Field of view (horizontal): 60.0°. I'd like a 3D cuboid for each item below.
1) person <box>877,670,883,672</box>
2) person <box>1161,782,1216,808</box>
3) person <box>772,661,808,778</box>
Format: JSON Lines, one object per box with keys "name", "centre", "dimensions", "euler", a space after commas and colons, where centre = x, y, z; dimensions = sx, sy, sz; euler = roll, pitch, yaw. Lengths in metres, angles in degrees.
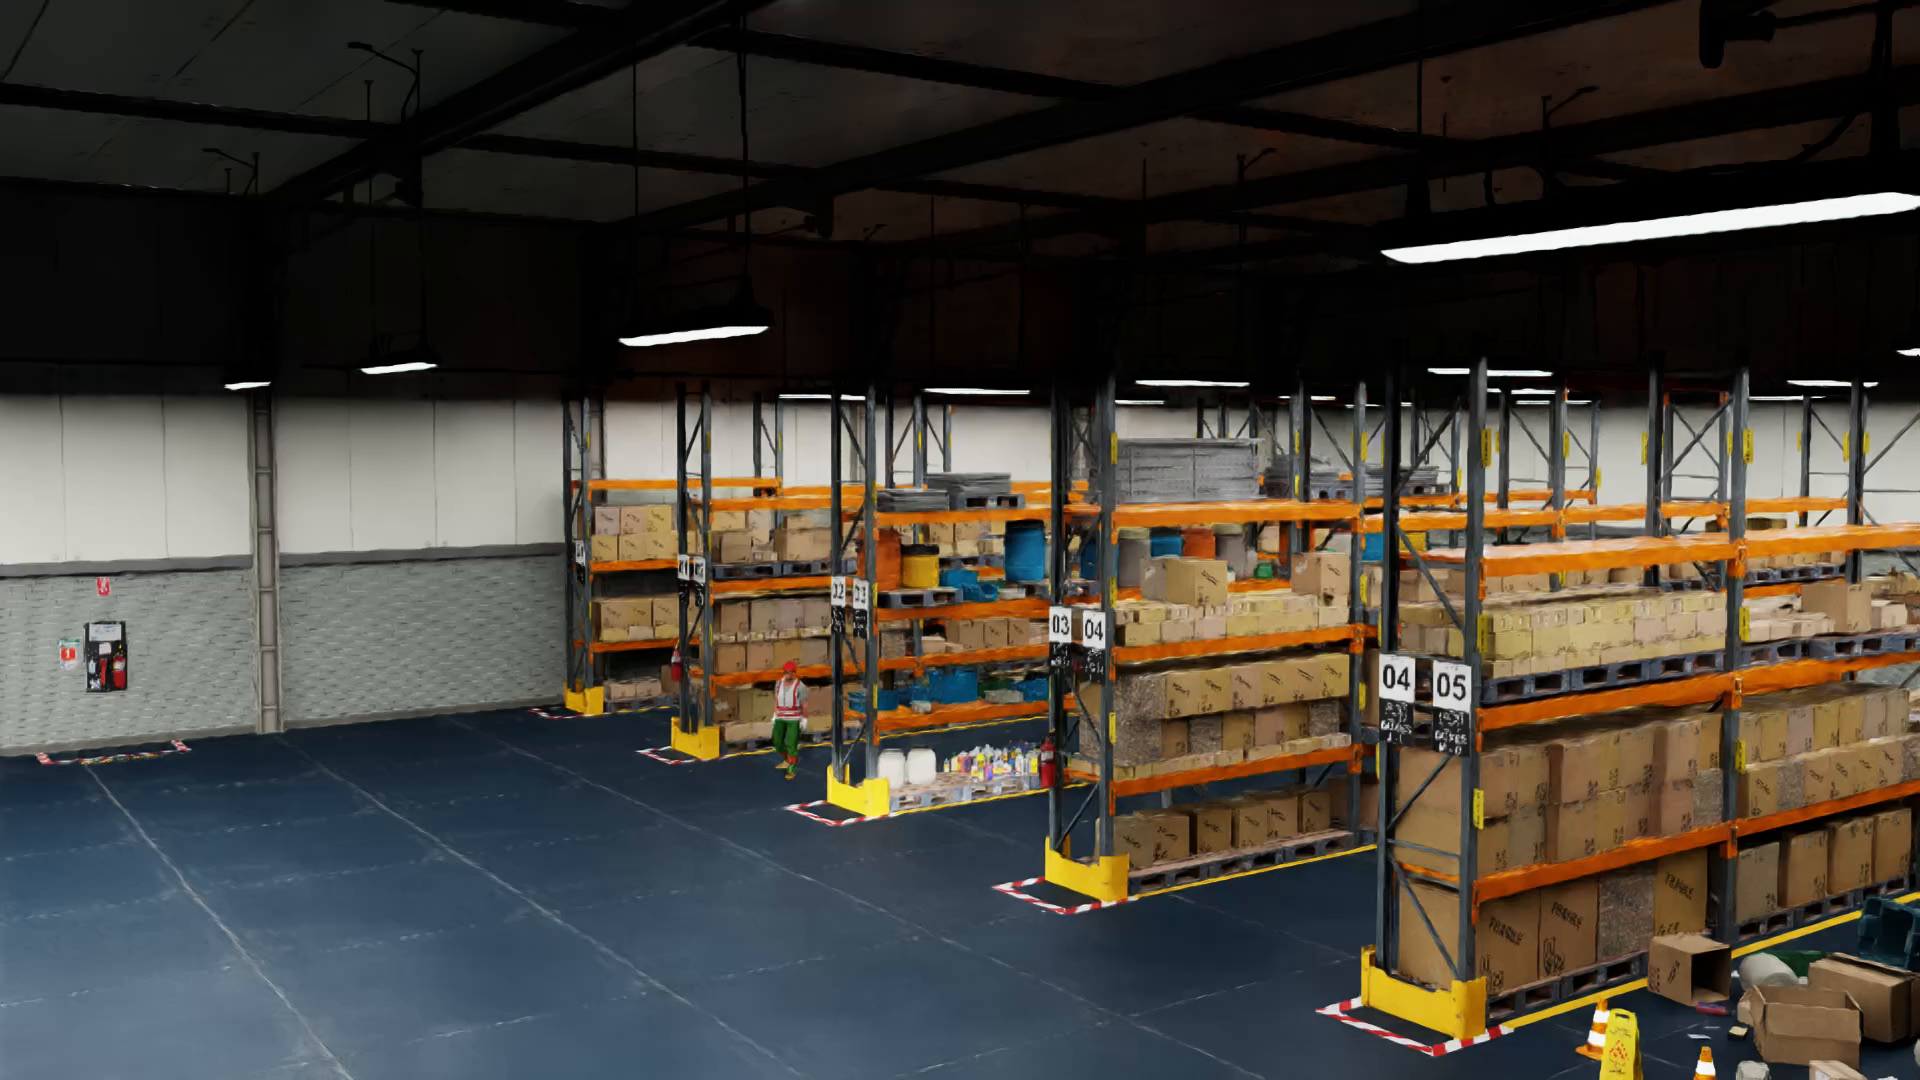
{"name": "person", "centre": [-1.721, 2.215, 32.535], "dimensions": [1.032, 1.707, 0.569], "euler": [-3, 5, -44]}
{"name": "person", "centre": [3.005, 2.909, 21.818], "dimensions": [0.955, 1.721, 0.569], "euler": [-1, 4, -13]}
{"name": "person", "centre": [-2.545, 2.677, 24.962], "dimensions": [0.591, 1.780, 0.572], "euler": [1, 4, 20]}
